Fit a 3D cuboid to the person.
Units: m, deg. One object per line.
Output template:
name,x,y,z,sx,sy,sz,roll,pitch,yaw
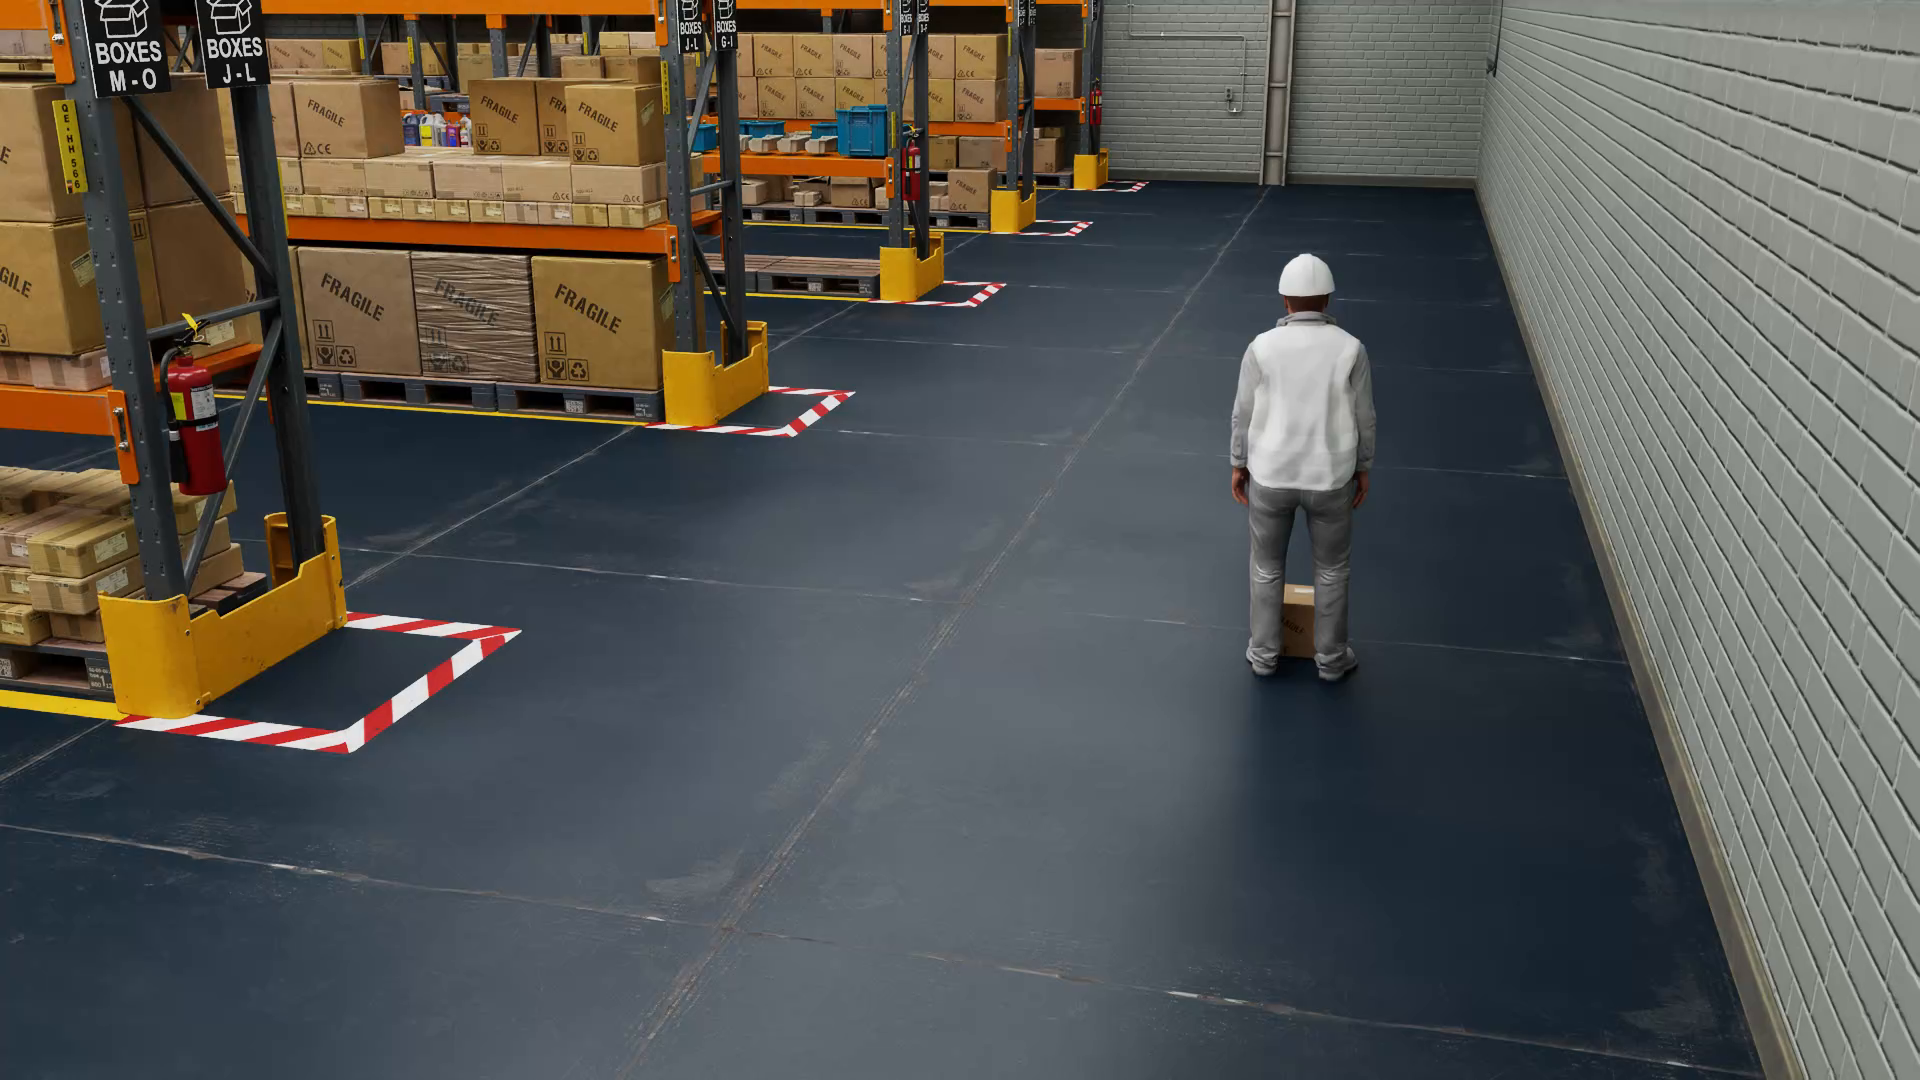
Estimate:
person,1.412,-0.286,6.889,0.590,1.770,0.465,3,18,10
